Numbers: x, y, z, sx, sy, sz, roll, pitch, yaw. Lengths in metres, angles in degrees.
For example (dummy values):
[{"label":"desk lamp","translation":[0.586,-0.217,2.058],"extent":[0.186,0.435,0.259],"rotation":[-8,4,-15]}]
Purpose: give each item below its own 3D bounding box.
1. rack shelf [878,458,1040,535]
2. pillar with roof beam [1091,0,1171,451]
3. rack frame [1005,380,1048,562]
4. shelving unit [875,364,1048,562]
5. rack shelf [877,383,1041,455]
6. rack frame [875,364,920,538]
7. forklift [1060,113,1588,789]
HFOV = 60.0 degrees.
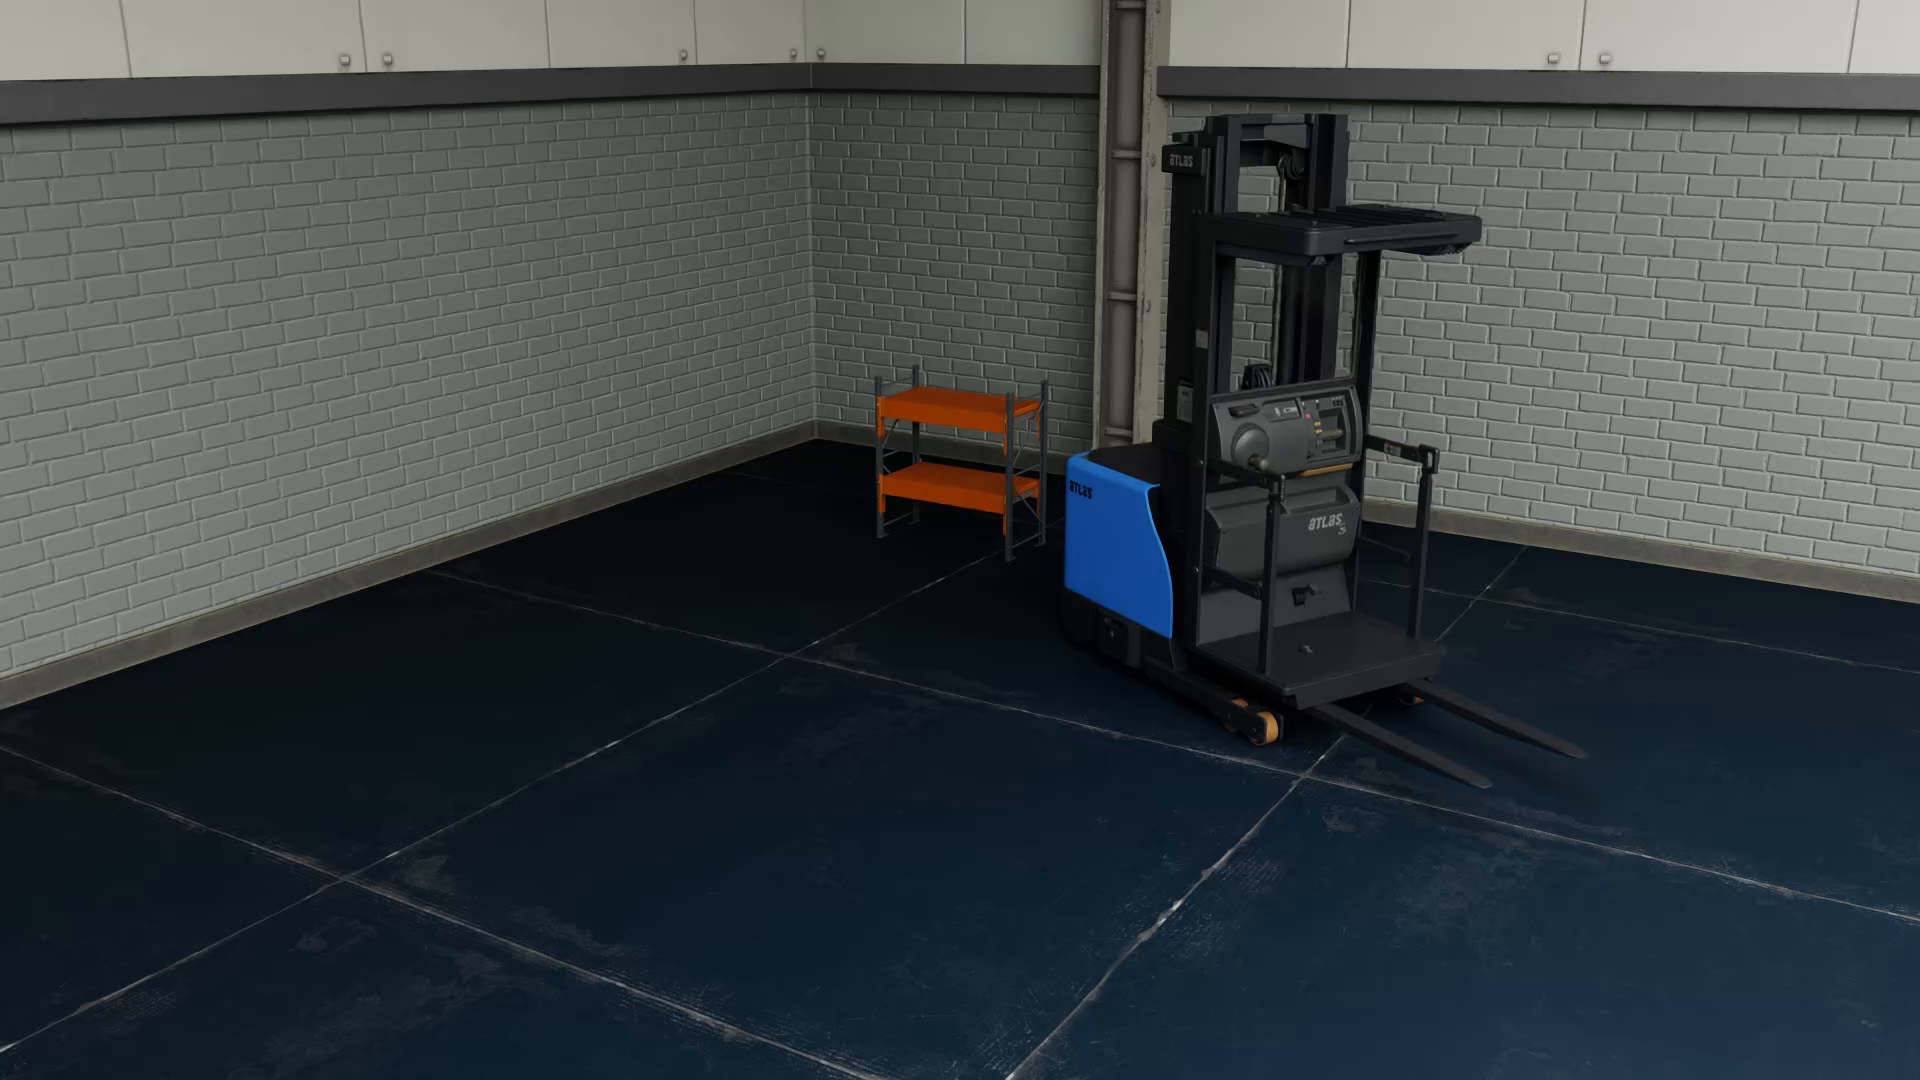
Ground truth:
[{"label":"rack shelf","translation":[0.006,-0.303,11.285],"extent":[1.000,0.278,0.538],"rotation":[10,20,30]},{"label":"pillar with roof beam","translation":[-1.017,-3.630,7.849],"extent":[0.400,9.000,9.100],"rotation":[10,20,30]},{"label":"rack frame","translation":[0.439,-0.460,10.960],"extent":[0.032,1.125,0.500],"rotation":[10,20,30]},{"label":"shelving unit","translation":[0.006,-0.537,11.214],"extent":[1.048,1.125,0.538],"rotation":[10,20,30]},{"label":"rack shelf","translation":[0.006,-0.817,11.129],"extent":[1.000,0.278,0.538],"rotation":[10,20,30]},{"label":"rack frame","translation":[-0.427,-0.615,11.469],"extent":[0.032,1.125,0.500],"rotation":[10,20,30]},{"label":"forklift","translation":[1.757,-0.555,8.164],"extent":[1.130,2.935,3.031],"rotation":[-10,19,-29]}]
